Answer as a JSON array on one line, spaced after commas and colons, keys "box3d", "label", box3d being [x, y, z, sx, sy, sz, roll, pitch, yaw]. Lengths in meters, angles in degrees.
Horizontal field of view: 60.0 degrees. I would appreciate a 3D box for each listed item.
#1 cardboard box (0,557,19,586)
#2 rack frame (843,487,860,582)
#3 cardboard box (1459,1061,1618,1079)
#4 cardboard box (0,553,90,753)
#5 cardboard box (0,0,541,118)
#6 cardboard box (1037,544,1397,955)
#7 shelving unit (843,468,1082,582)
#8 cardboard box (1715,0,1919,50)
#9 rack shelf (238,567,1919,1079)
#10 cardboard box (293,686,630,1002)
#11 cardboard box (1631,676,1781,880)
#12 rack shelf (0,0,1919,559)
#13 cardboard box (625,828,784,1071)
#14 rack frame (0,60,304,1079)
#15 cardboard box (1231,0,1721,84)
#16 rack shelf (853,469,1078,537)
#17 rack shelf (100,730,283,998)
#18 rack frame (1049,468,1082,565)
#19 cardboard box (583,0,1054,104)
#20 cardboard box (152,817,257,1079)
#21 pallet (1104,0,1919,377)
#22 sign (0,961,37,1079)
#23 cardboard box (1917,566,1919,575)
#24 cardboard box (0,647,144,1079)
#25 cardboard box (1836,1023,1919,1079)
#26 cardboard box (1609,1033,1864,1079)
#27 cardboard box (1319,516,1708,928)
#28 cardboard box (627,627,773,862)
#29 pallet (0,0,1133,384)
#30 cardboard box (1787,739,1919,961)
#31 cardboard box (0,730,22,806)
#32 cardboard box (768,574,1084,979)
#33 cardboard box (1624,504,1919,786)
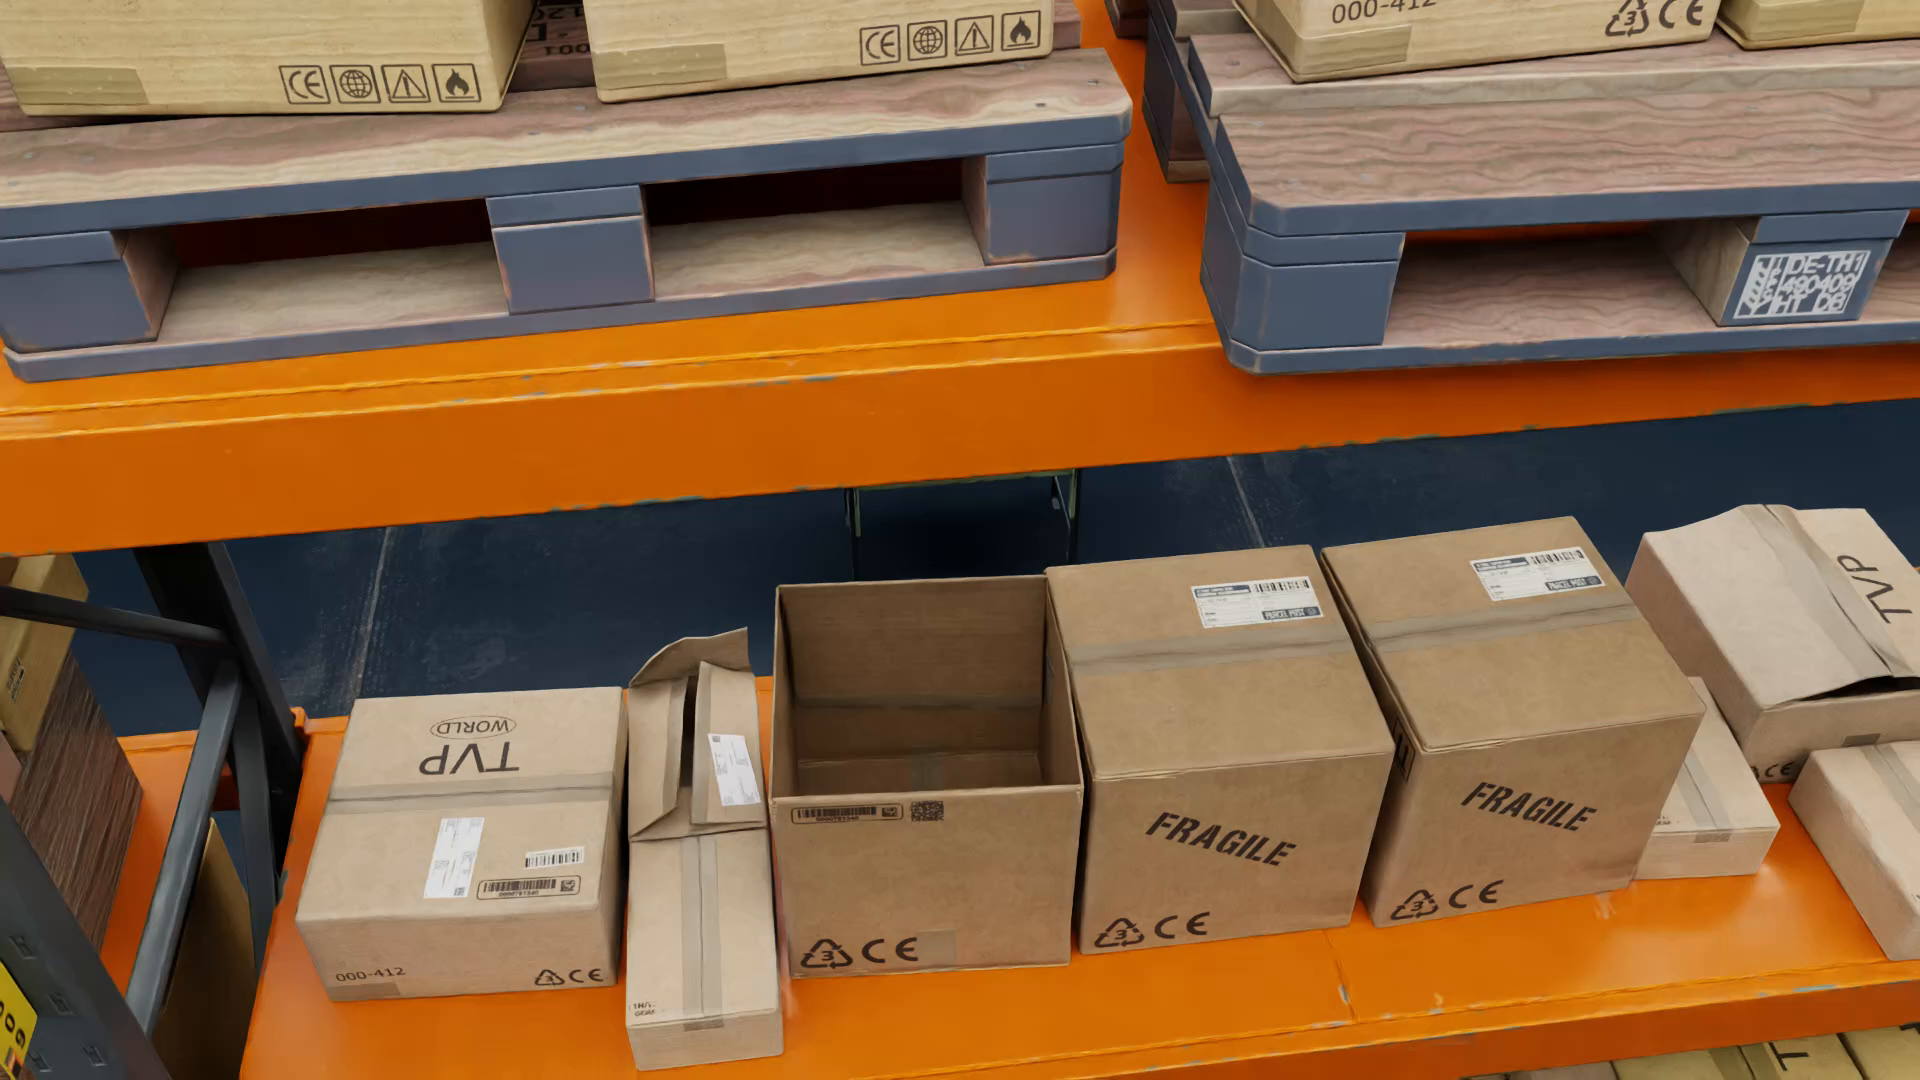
[{"box3d": [-1.791, 0.082, 2.377, 0.500, 0.500, 0.700, -5, 42, -5], "label": "cardboard box"}, {"box3d": [-0.370, -0.525, 5.212, 0.023, 1.500, 0.400, -5, 42, -6], "label": "rack frame"}, {"box3d": [1.111, 1.168, 3.537, 0.500, 0.311, 0.500, -5, 42, -6], "label": "cardboard box"}, {"box3d": [-1.644, 0.174, 2.758, 0.250, 0.149, 0.380, -5, 42, -6], "label": "cardboard box"}, {"box3d": [-0.740, -0.704, 1.849, 0.500, 0.250, 0.500, -1, 42, -1], "label": "cardboard box"}, {"box3d": [0.431, 0.375, 3.020, 0.500, 0.500, 0.500, -5, 42, -5], "label": "cardboard box"}, {"box3d": [-0.007, -0.556, 5.247, 0.755, 1.500, 0.431, -5, 42, -6], "label": "shelving unit"}, {"box3d": [1.086, -0.827, 1.987, 0.500, 0.250, 0.500, -6, 42, -6], "label": "cardboard box"}, {"box3d": [0.631, 0.651, 3.326, 4.000, 0.370, 1.077, -5, 42, -6], "label": "rack shelf"}, {"box3d": [-0.869, 0.542, 3.022, 0.500, 0.250, 0.500, -3, 42, -3], "label": "cardboard box"}, {"box3d": [1.357, 0.452, 3.197, 0.250, 0.149, 0.380, -2, 42, -2], "label": "cardboard box"}, {"box3d": [0.631, -0.463, 2.321, 4.000, 0.370, 1.077, -5, 42, -6], "label": "rack shelf"}, {"box3d": [-0.447, 0.710, 2.911, 0.250, 0.149, 0.380, -5, 42, -6], "label": "cardboard box"}, {"box3d": [-1.352, 0.558, 2.892, 0.127, 3.000, 1.000, -5, 42, -6], "label": "rack frame"}, {"box3d": [0.552, -0.782, 1.936, 0.500, 0.250, 0.500, -8, 43, -9], "label": "cardboard box"}, {"box3d": [-0.007, -0.314, 5.465, 0.720, 0.370, 0.431, -5, 42, -6], "label": "rack shelf"}, {"box3d": [-3.335, 0.999, 2.941, 4.000, 0.370, 1.077, -5, 42, -6], "label": "rack shelf"}, {"box3d": [0.356, -0.588, 5.282, 0.023, 1.500, 0.400, -5, 42, -6], "label": "rack frame"}, {"box3d": [-0.196, -0.753, 1.904, 0.500, 0.250, 0.500, -9, 43, -10], "label": "cardboard box"}, {"box3d": [-1.852, 0.977, 3.607, 0.500, 0.500, 0.500, -5, 42, -6], "label": "cardboard box"}, {"box3d": [0.844, -0.616, 2.095, 1.213, 0.211, 1.003, -3, 42, -4], "label": "pallet"}, {"box3d": [-1.279, 0.575, 2.167, 0.005, 0.325, 0.100, -5, 42, -6], "label": "sign"}, {"box3d": [2.248, 0.246, 3.304, 0.500, 0.311, 0.500, -3, 42, -3], "label": "cardboard box"}, {"box3d": [-1.791, 0.563, 2.811, 0.500, 0.500, 0.700, -6, 42, -7], "label": "cardboard box"}, {"box3d": [2.127, 1.076, 3.638, 0.500, 0.311, 0.500, -4, 42, -4], "label": "cardboard box"}, {"box3d": [1.612, 1.126, 3.583, 0.500, 0.311, 0.500, -6, 42, -6], "label": "cardboard box"}, {"box3d": [0.953, 0.330, 3.070, 0.500, 0.500, 0.500, -7, 43, -8], "label": "cardboard box"}, {"box3d": [-0.504, 0.409, 3.157, 0.258, 0.266, 0.396, -6, 42, -7], "label": "cardboard box"}, {"box3d": [-0.479, -0.570, 2.046, 1.217, 0.209, 0.805, -7, 42, -7], "label": "pallet"}, {"box3d": [1.758, 0.565, 3.071, 0.250, 0.149, 0.380, -5, 42, -6], "label": "cardboard box"}, {"box3d": [-1.594, 0.446, 2.457, 0.250, 0.149, 0.380, -5, 42, -6], "label": "cardboard box"}, {"box3d": [-0.066, 0.419, 2.971, 0.500, 0.500, 0.500, -2, 42, -2], "label": "cardboard box"}, {"box3d": [1.702, 0.192, 3.364, 0.500, 0.311, 0.500, -5, 42, -6], "label": "cardboard box"}]
